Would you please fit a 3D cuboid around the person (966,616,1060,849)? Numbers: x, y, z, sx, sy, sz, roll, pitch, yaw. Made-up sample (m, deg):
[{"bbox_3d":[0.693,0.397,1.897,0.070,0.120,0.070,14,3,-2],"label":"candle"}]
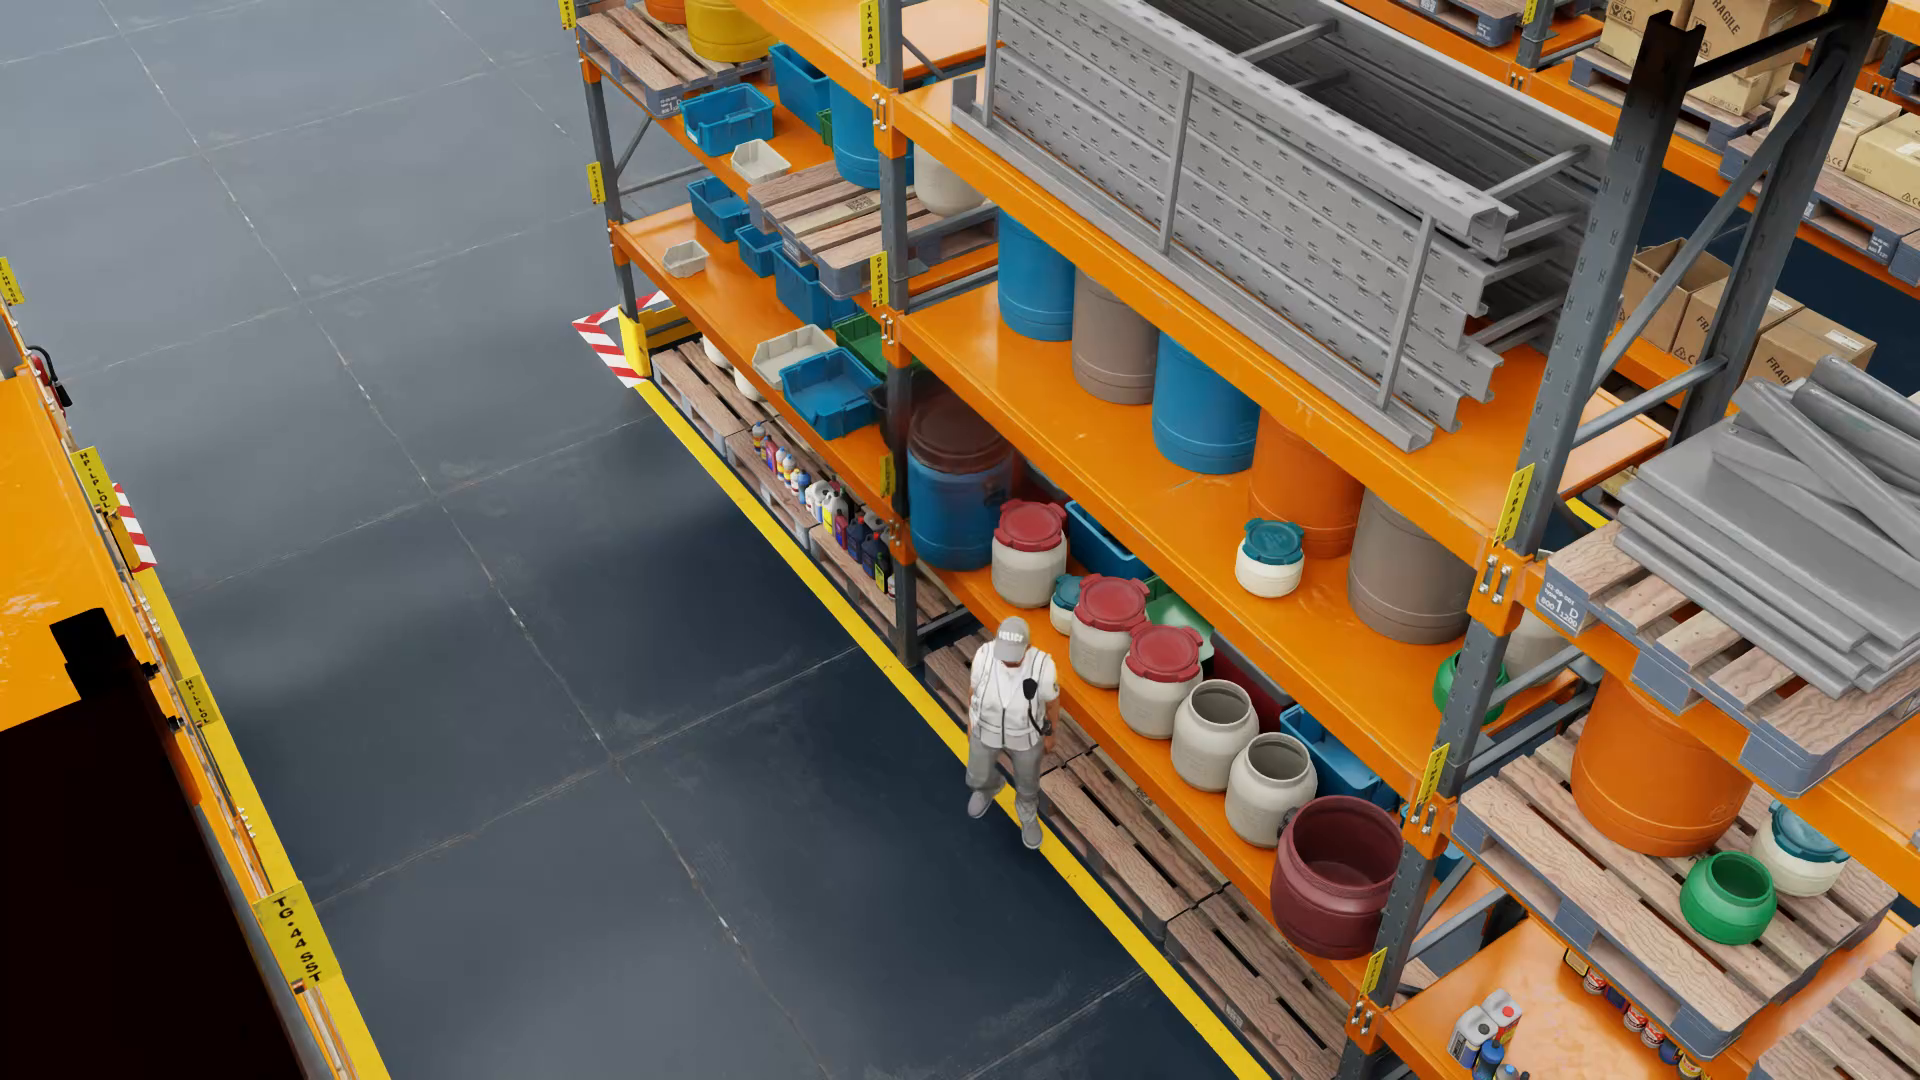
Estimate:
[{"bbox_3d":[0.282,1.020,9.005,0.507,1.695,0.450,8,43,9],"label":"person"}]
